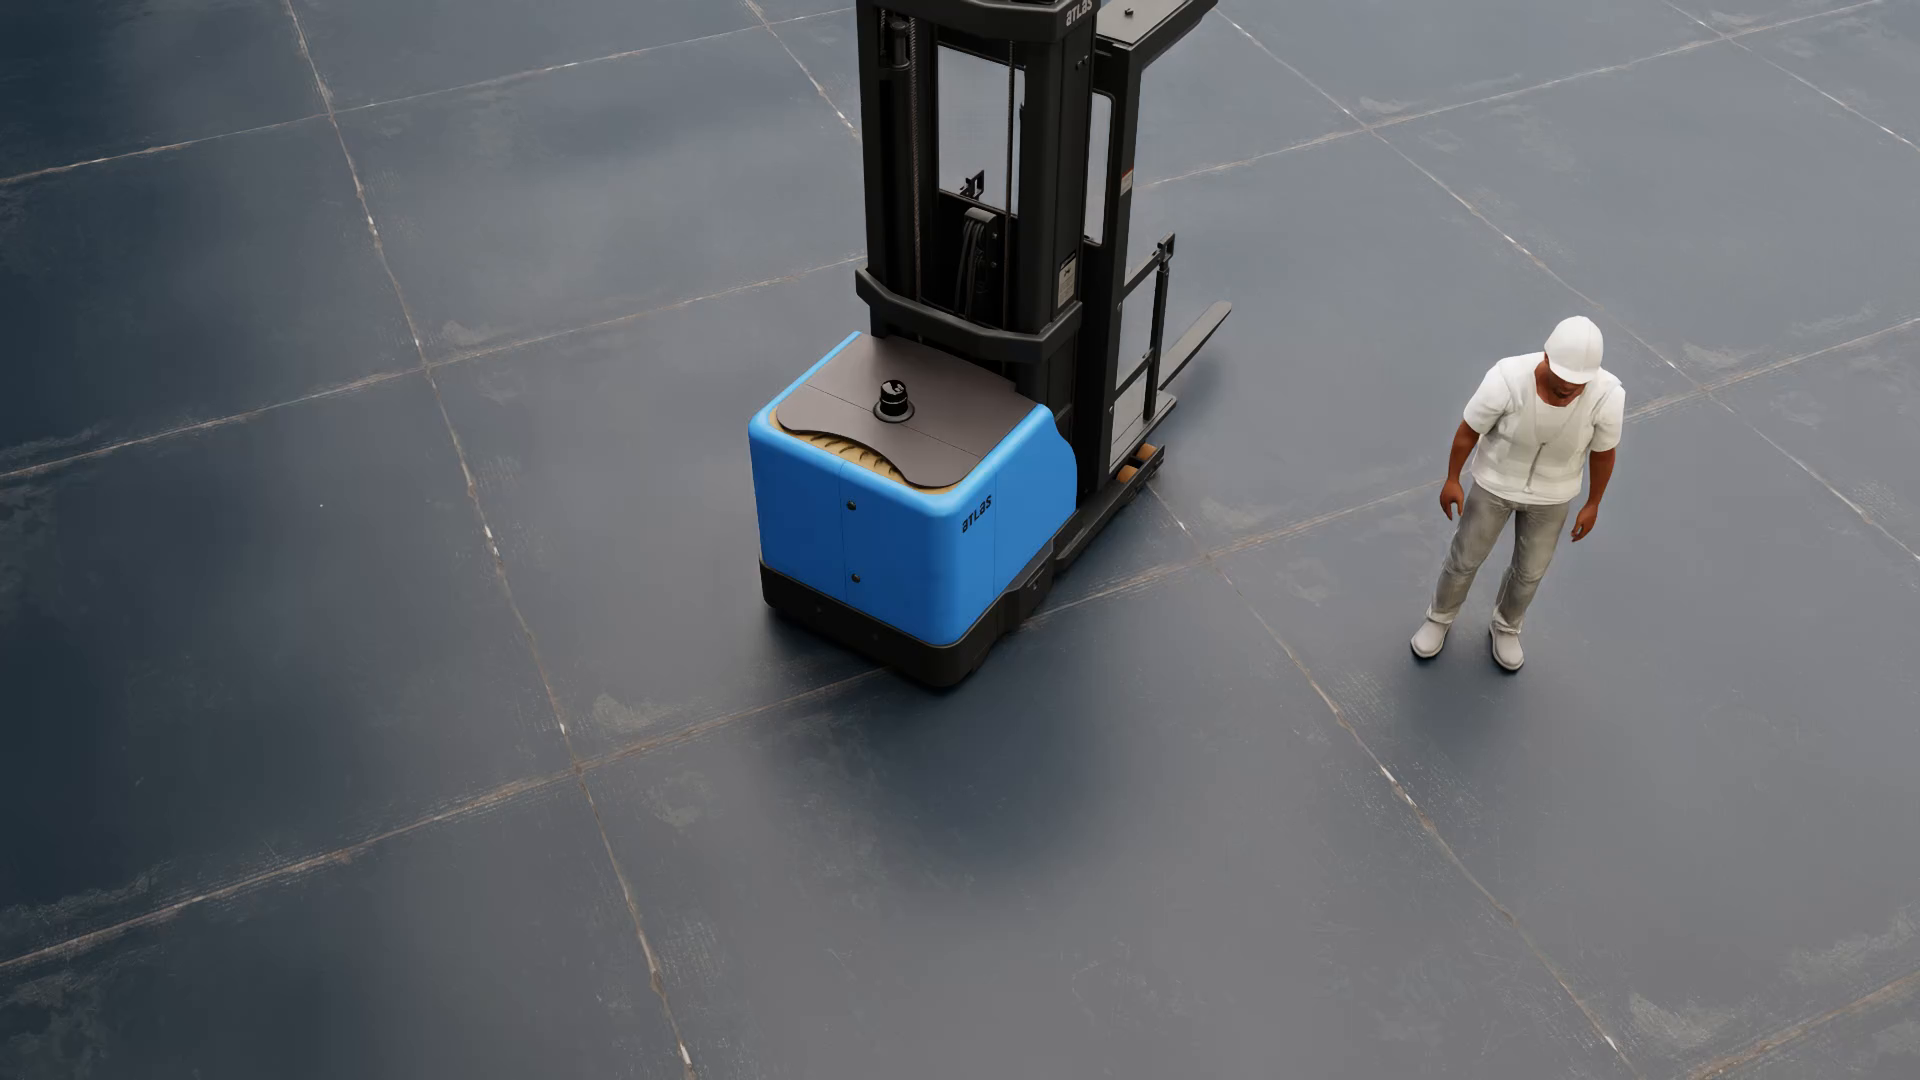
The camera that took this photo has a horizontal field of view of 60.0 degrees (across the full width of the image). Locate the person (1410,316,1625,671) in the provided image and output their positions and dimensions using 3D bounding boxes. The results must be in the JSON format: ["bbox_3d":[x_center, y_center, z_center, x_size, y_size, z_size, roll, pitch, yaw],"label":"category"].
[{"bbox_3d":[2.282,-0.195,6.749,0.626,1.761,0.458,10,44,11],"label":"person"}]

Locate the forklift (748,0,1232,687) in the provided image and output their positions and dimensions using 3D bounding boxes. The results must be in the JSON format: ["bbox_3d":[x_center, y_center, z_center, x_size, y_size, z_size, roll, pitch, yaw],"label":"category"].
[{"bbox_3d":[0.342,-1.428,7.211,1.130,2.935,3.031,24,48,24],"label":"forklift"}]
